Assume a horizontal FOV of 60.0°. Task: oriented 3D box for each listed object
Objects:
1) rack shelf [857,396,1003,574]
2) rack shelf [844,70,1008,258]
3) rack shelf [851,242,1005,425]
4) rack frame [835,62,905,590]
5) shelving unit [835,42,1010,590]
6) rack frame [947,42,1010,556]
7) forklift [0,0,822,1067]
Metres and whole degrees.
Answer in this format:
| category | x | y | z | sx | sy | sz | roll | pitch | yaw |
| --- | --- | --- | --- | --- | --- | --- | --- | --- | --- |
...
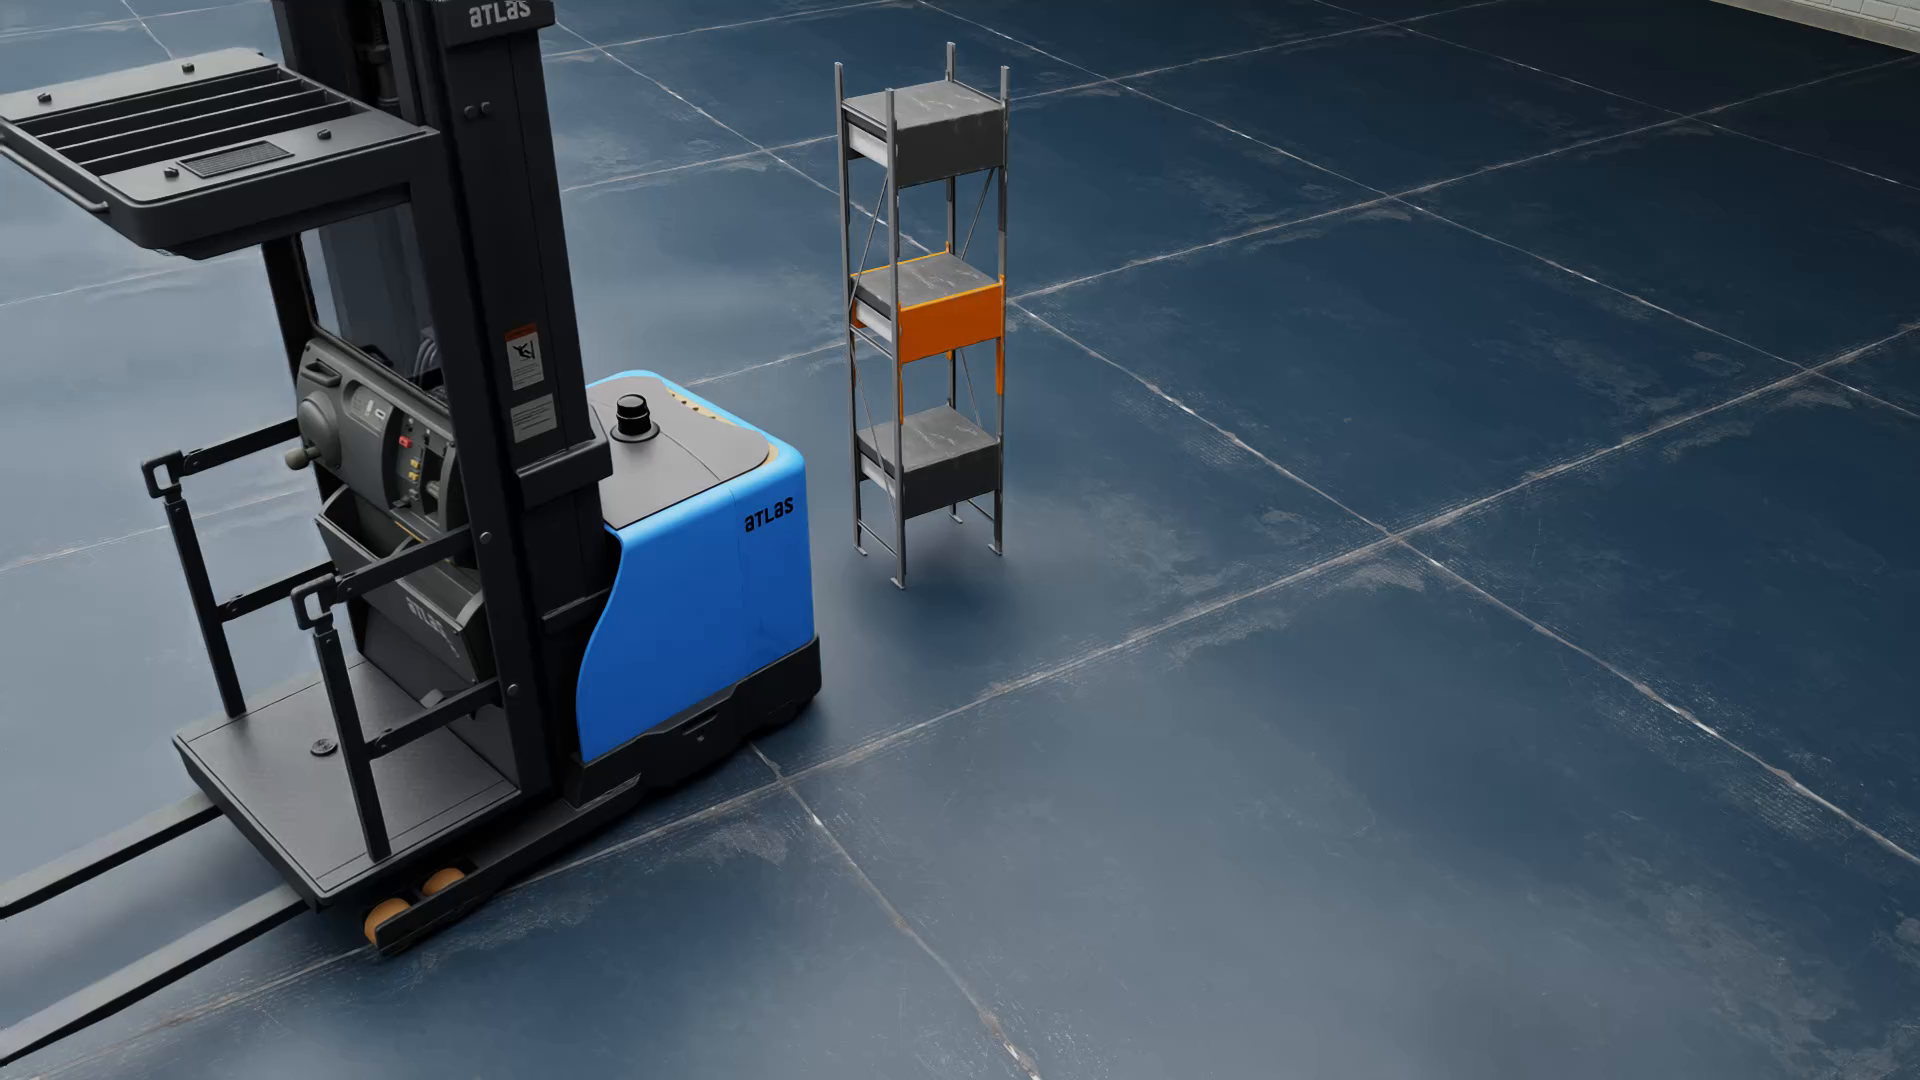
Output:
| category | x | y | z | sx | sy | sz | roll | pitch | yaw |
| --- | --- | --- | --- | --- | --- | --- | --- | --- | --- |
| rack shelf | -0.139 | -0.237 | 6.995 | 0.480 | 0.518 | 0.431 | -19 | 37 | -27 |
| rack shelf | -0.139 | -1.421 | 6.248 | 0.480 | 0.518 | 0.431 | -19 | 37 | -27 |
| rack shelf | -0.139 | -0.829 | 6.621 | 0.480 | 0.518 | 0.431 | -19 | 37 | -27 |
| rack frame | -0.344 | -0.770 | 6.502 | 0.015 | 2.100 | 0.400 | -19 | 37 | -27 |
| shelving unit | -0.139 | -0.840 | 6.614 | 0.503 | 2.100 | 0.431 | -19 | 37 | -27 |
| rack frame | 0.066 | -0.911 | 6.726 | 0.015 | 2.100 | 0.400 | -19 | 37 | -27 |
| forklift | -1.921 | -0.261 | 4.917 | 3.031 | 2.935 | 1.130 | -28 | 42 | -37 |
